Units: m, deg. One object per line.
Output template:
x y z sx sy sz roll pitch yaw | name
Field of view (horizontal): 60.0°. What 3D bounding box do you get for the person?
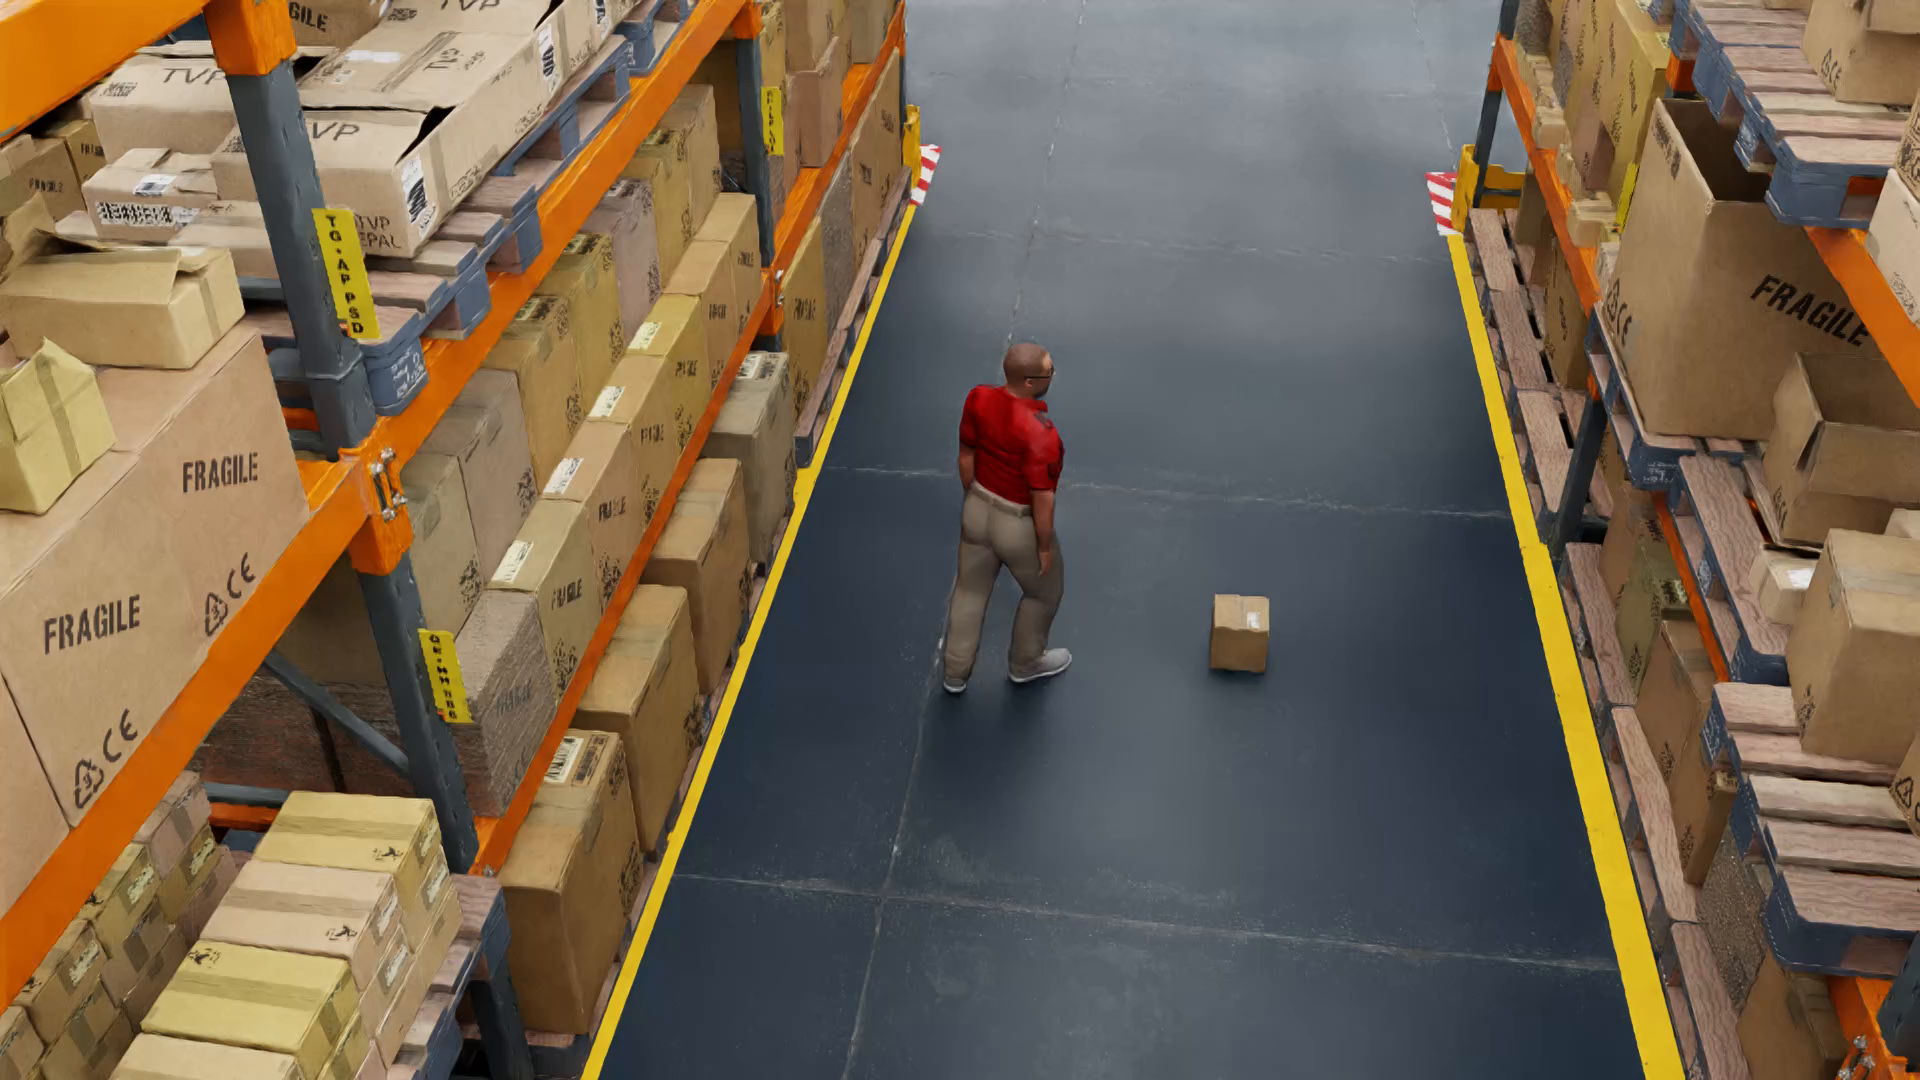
0.206 -0.078 7.165 0.557 1.719 0.592 28 44 33 | person
